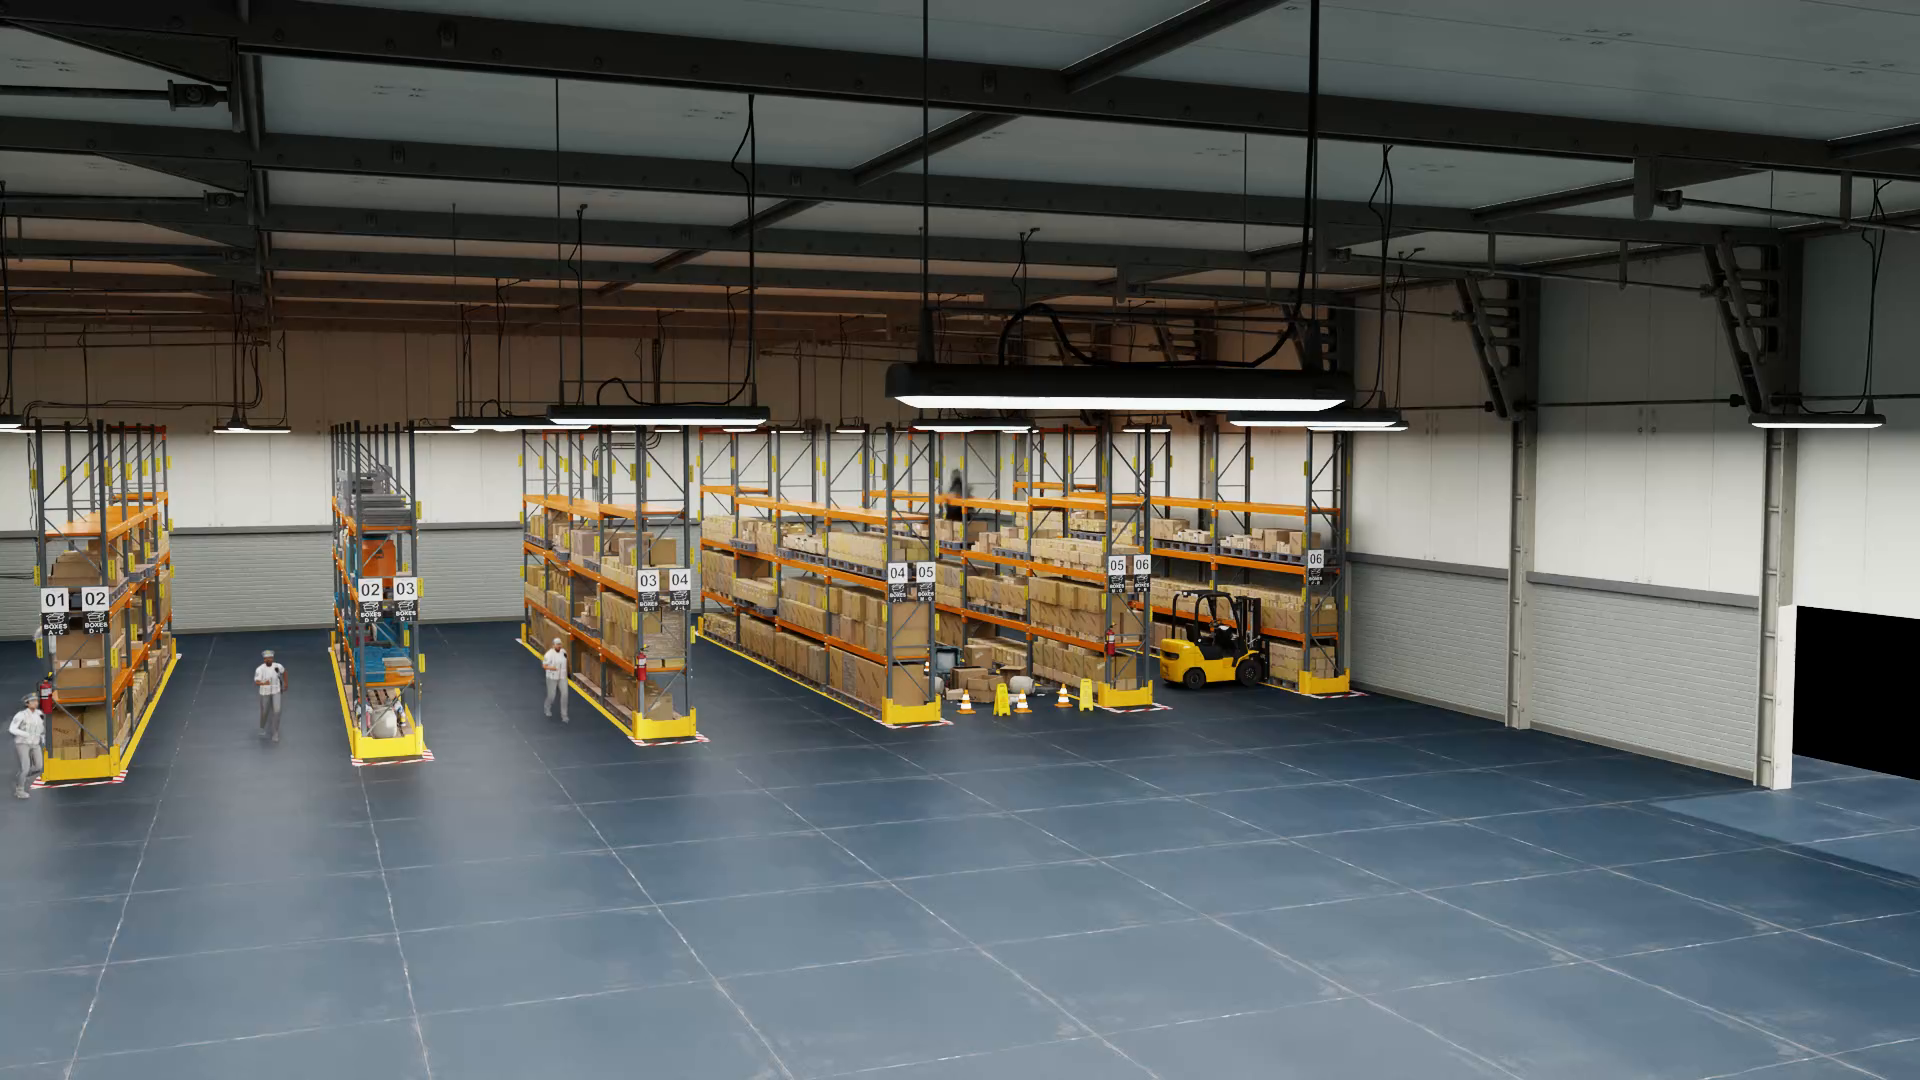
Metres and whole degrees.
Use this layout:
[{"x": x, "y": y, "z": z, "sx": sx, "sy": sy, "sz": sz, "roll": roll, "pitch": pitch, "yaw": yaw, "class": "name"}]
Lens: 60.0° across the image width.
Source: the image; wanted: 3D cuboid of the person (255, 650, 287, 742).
[{"x": -12.984, "y": 2.924, "z": 31.341, "sx": 0.584, "sy": 1.739, "sz": 0.885, "roll": -2, "pitch": 4, "yaw": -27, "class": "person"}]

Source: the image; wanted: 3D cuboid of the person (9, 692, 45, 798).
[{"x": -14.803, "y": 3.251, "z": 26.497, "sx": 0.579, "sy": 1.648, "sz": 0.639, "roll": 2, "pitch": 4, "yaw": 28, "class": "person"}]

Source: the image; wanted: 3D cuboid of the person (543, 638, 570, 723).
[{"x": -8.158, "y": 2.800, "z": 33.564, "sx": 0.580, "sy": 1.685, "sz": 0.896, "roll": -2, "pitch": 4, "yaw": -33, "class": "person"}]

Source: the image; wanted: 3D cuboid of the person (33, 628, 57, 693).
[{"x": -20.254, "y": 2.504, "z": 36.994, "sx": 0.629, "sy": 1.757, "sz": 0.971, "roll": -2, "pitch": 4, "yaw": -28, "class": "person"}]
